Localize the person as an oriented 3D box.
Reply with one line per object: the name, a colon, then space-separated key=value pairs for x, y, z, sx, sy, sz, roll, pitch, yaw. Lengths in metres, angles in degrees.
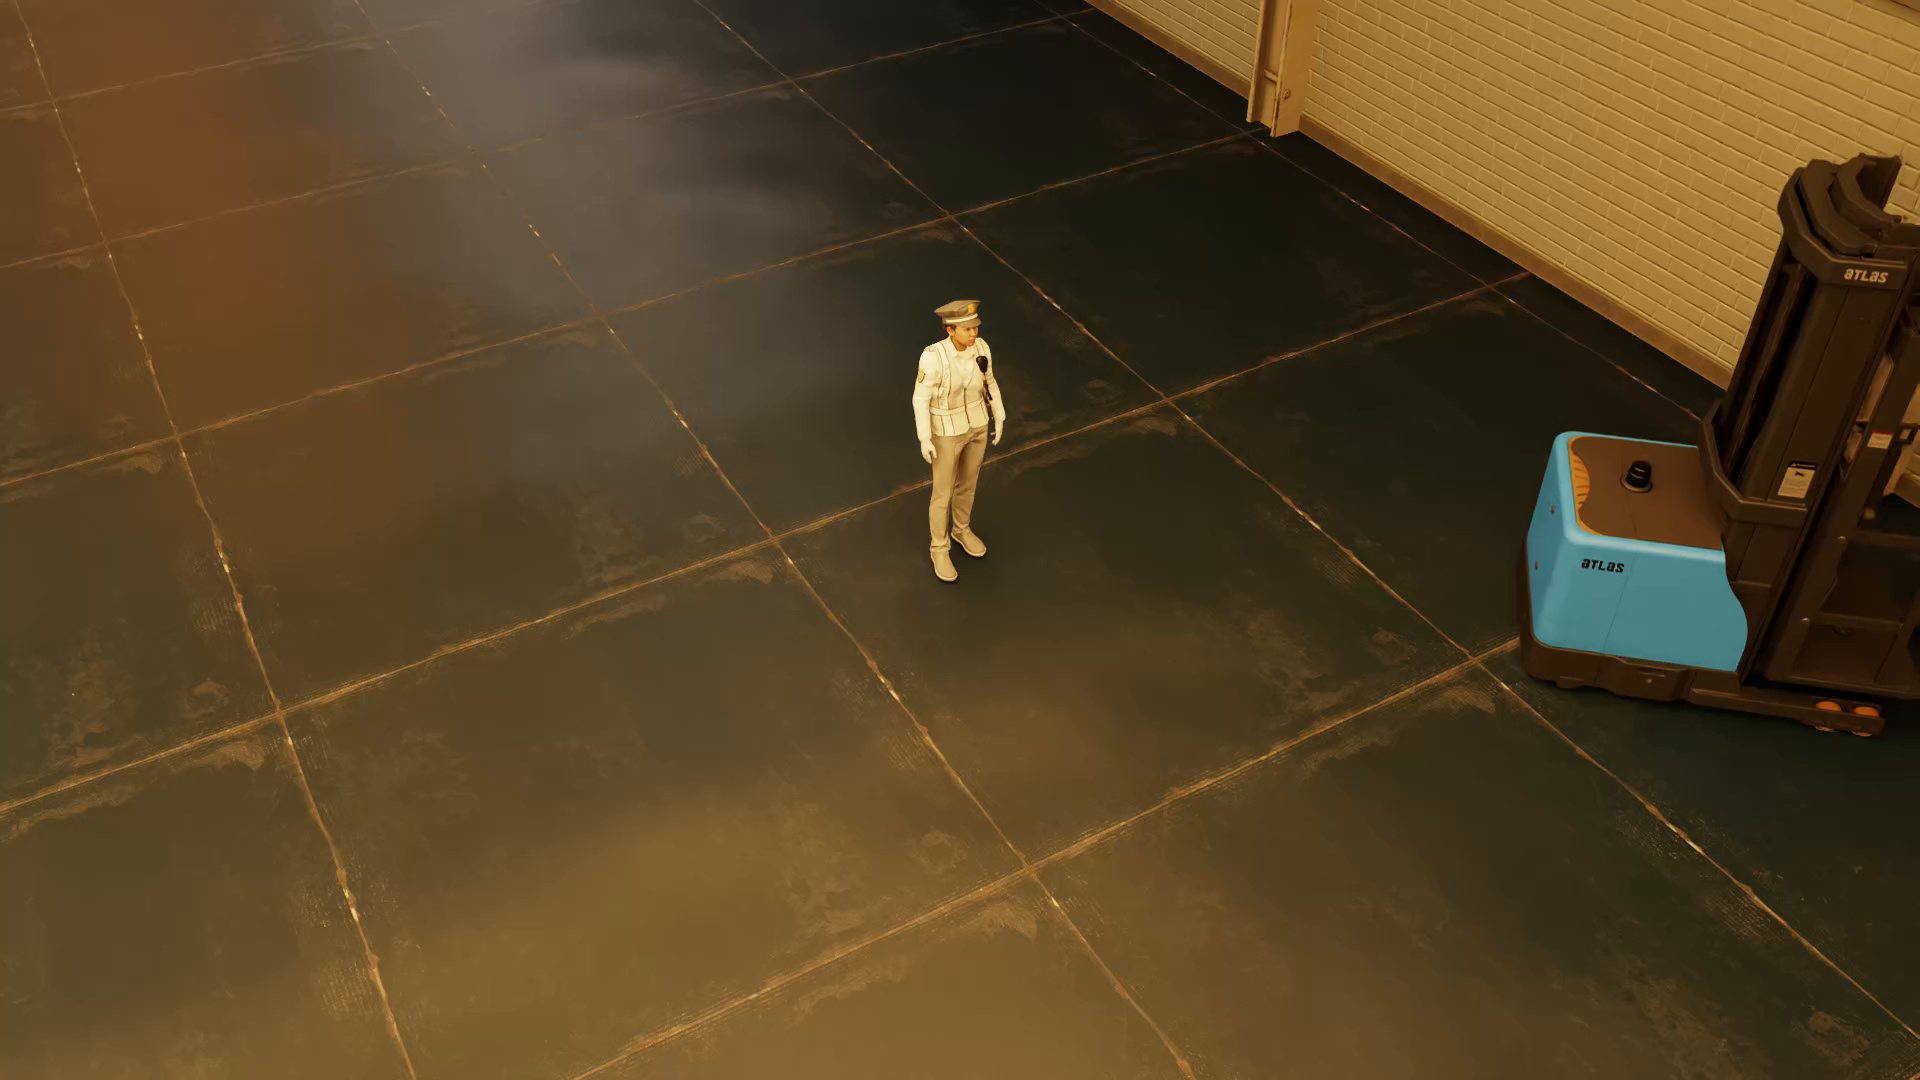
person: x=0.029 y=-0.618 z=9.738 sx=0.587 sy=1.695 sz=0.531 roll=-20 pitch=44 yaw=-23

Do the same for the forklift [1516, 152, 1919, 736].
forklift: x=4.738 y=-0.433 z=8.558 sx=3.031 sy=2.935 sz=1.130 roll=8 pitch=40 yaw=9
